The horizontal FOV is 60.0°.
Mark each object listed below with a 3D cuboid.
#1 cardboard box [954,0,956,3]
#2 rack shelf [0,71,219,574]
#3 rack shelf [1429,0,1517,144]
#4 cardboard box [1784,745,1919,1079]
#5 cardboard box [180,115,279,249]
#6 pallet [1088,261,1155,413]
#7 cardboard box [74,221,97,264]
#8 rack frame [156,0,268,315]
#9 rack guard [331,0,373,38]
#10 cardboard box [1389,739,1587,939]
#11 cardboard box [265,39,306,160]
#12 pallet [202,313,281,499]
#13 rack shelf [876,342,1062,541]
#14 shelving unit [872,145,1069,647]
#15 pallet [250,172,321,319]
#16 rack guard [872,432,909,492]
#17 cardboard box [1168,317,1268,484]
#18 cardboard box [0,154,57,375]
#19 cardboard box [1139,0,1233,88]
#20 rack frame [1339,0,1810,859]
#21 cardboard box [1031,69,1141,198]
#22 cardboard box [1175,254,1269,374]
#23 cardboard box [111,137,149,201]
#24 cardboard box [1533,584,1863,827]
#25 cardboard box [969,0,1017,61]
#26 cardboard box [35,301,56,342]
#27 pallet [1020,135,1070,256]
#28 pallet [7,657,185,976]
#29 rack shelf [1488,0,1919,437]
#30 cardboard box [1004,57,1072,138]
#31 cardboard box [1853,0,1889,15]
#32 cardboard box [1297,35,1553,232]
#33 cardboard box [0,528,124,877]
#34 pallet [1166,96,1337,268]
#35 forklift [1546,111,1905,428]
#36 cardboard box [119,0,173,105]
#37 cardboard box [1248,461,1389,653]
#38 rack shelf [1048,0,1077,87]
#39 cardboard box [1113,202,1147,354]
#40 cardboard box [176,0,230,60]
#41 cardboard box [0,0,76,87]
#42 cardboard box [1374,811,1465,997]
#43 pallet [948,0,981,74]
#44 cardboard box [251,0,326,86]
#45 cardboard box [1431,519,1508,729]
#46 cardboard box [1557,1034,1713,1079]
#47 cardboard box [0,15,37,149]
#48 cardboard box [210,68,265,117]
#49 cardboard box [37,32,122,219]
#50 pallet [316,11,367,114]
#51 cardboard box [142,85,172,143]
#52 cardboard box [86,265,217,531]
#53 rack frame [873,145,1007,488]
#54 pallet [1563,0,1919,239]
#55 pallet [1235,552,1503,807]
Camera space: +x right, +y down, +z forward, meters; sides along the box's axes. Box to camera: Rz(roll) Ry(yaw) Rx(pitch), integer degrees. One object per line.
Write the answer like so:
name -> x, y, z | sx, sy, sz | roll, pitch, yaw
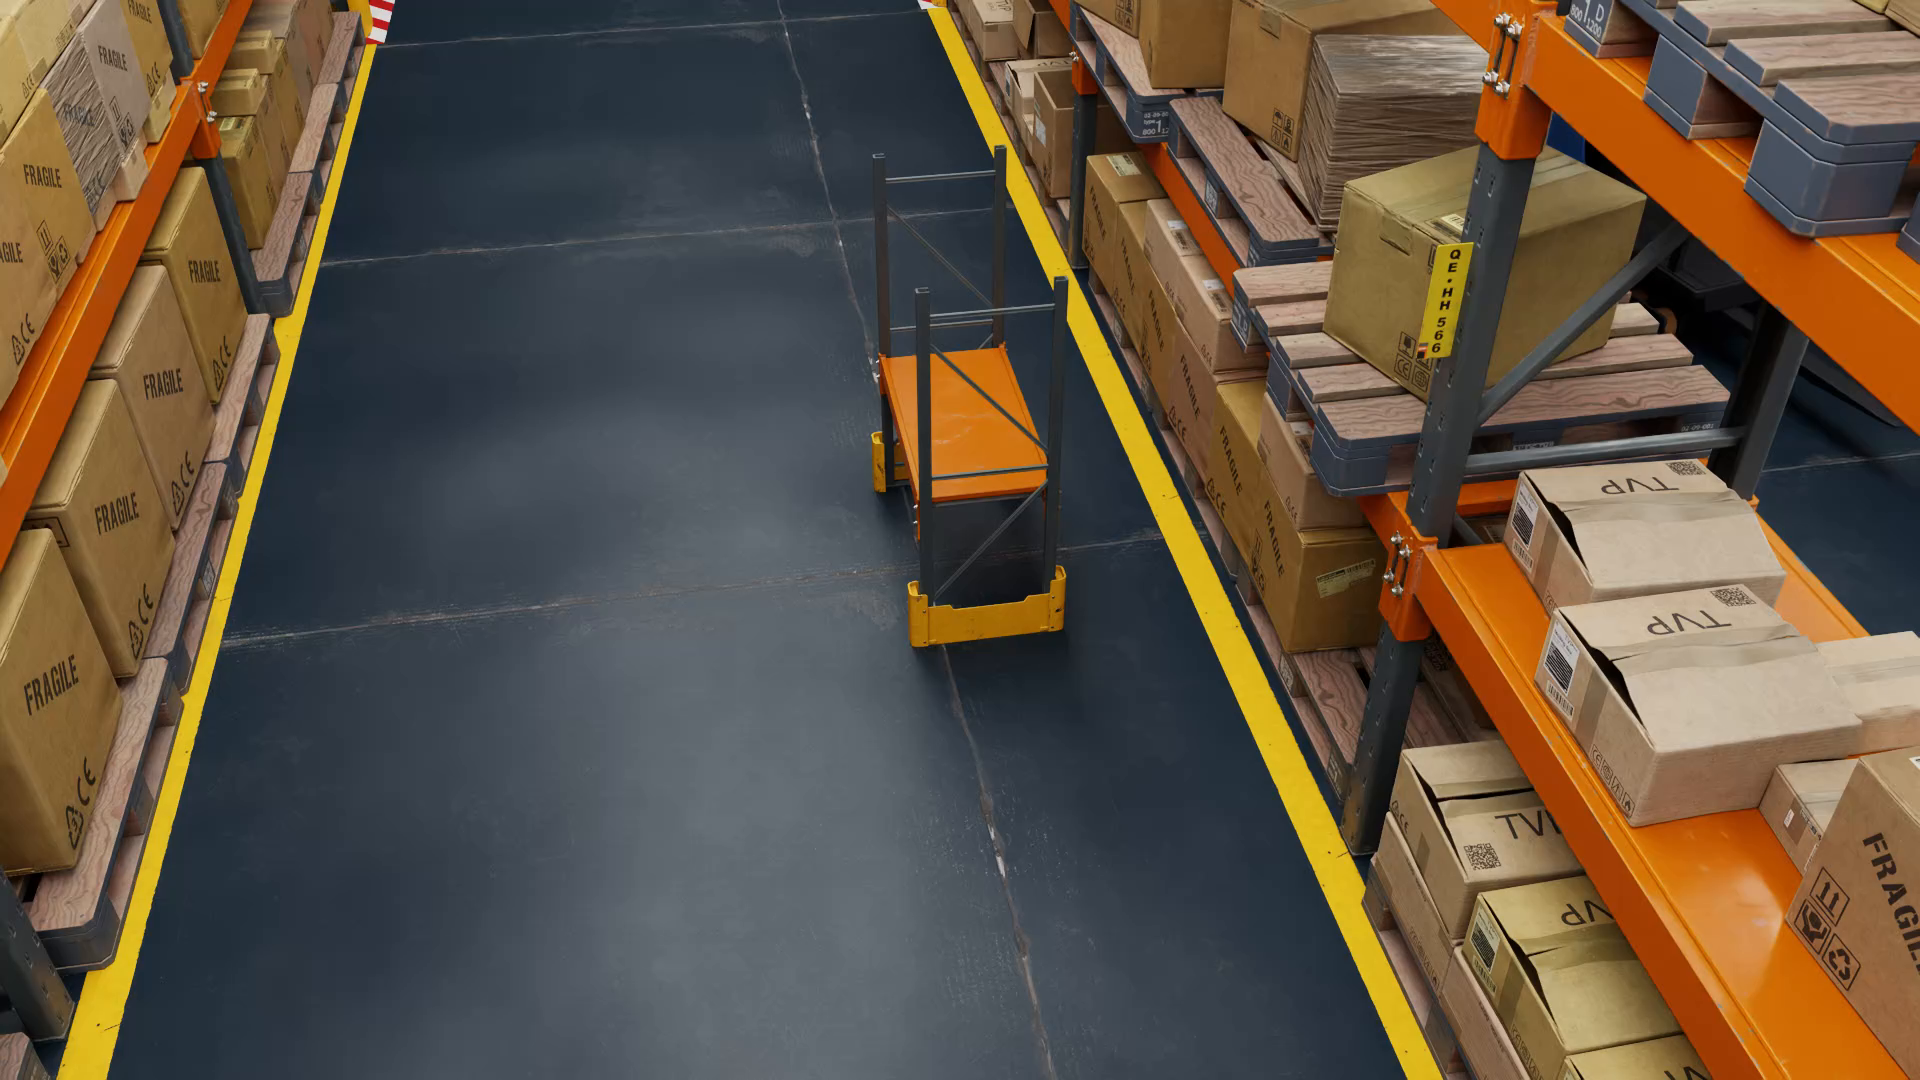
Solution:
cardboard box -> 0.135, -3.685, 10.999 | 0.380, 0.166, 0.250 | -6, 38, -8
rack shelf -> -3.469, -0.628, 5.699 | 1.077, 0.370, 4.000 | -6, 38, -8
rack shelf -> 1.408, -2.347, 5.468 | 1.077, 0.370, 4.000 | -6, 38, -8
cardboard box -> 2.068, 0.733, 3.279 | 0.500, 0.500, 0.500 | -8, 39, -10
cardboard box -> -3.849, -1.761, 8.267 | 0.700, 0.500, 0.500 | -6, 38, -7
pallet -> 1.237, -1.066, 7.951 | 1.003, 0.211, 1.213 | -6, 38, -8
cardboard box -> -3.302, -1.083, 5.887 | 0.380, 0.149, 0.250 | -7, 38, -9
rack frame -> -3.819, -2.120, 7.033 | 1.000, 3.000, 0.127 | -6, 38, -8
rack guard -> -4.525, -3.563, 10.929 | 1.175, 0.500, 0.348 | -6, 38, -8
cardboard box -> 1.561, 0.808, 4.707 | 0.500, 0.311, 0.500 | -5, 38, -6
cardboard box -> -4.022, -2.375, 9.058 | 0.700, 0.500, 0.500 | -5, 38, -7
pallet -> -3.610, -0.561, 7.300 | 1.003, 0.211, 1.213 | -6, 38, -8
rack shelf -> 0.015, -0.399, 6.334 | 0.538, 0.185, 1.000 | -6, 38, -8
shelving unit -> 0.013, -0.546, 6.231 | 0.587, 1.500, 1.083 | -6, 38, -8
pallet -> -3.876, -1.486, 8.491 | 1.003, 0.211, 1.213 | -6, 38, -8
rack guard -> -0.074, -0.353, 7.001 | 0.587, 0.250, 0.087 | -6, 38, -8
cardboard box -> 1.175, -0.594, 6.748 | 0.500, 0.500, 0.500 | -8, 38, -10
cardboard box -> -3.120, -0.807, 5.003 | 0.500, 0.500, 0.500 | -6, 38, -8
cardboard box -> 1.103, -2.141, 6.638 | 0.700, 0.500, 0.500 | -1, 38, -1
rack frame -> 1.758, -0.239, 4.612 | 1.000, 3.000, 0.127 | -6, 38, -8
cardboard box -> 0.678, -2.155, 8.758 | 0.500, 0.500, 0.500 | -6, 38, -8
cardboard box -> 1.166, -0.912, 6.547 | 0.500, 0.250, 0.500 | -7, 38, -9
cardboard box -> -3.309, -1.390, 6.283 | 0.380, 0.149, 0.250 | -6, 38, -8
cardboard box -> 1.724, 0.357, 3.918 | 0.500, 0.311, 0.500 | -7, 38, -8
cardboard box -> 0.347, -3.196, 10.301 | 0.500, 0.250, 0.500 | -6, 38, -8
cardboard box -> -3.227, -0.761, 5.474 | 0.380, 0.149, 0.250 | -6, 38, -8
pallet -> 0.938, -1.968, 9.112 | 1.003, 0.211, 1.213 | -6, 38, -8
pallet -> -3.182, 0.913, 5.403 | 1.003, 0.211, 1.213 | -6, 38, -8
rack shelf -> 2.109, 0.069, 2.358 | 1.077, 0.370, 4.000 | -6, 38, -8
cardboard box -> 0.546, -2.533, 9.399 | 0.500, 0.311, 0.500 | -6, 38, -8
cardboard box -> 1.893, -1.262, 3.264 | 0.500, 0.250, 0.500 | -9, 39, -11
cardboard box -> 1.565, -1.385, 5.664 | 0.700, 0.500, 0.500 | 0, 38, 1
cardboard box -> -3.118, 0.521, 5.044 | 0.750, 0.750, 0.750 | -7, 38, -9
pallet -> 1.413, -1.337, 6.183 | 1.003, 0.211, 1.213 | -6, 38, -8
forklift -> 3.709, -2.398, 7.448 | 1.130, 2.935, 3.031 | -13, 40, -17
cardboard box -> -3.490, -2.033, 6.581 | 0.500, 0.500, 0.500 | -7, 38, -9
cardboard box -> 1.363, 0.035, 5.939 | 0.500, 0.500, 0.500 | -5, 38, -6
rack shelf -> 0.706, -3.579, 9.498 | 1.077, 0.370, 4.000 | -6, 38, -8
cardboard box -> 1.006, -1.202, 7.531 | 0.500, 0.500, 0.500 | -6, 38, -7
cardboard box -> -3.898, -2.568, 7.365 | 0.980, 0.700, 0.700 | -6, 38, -7
cardboard box -> -3.316, -1.708, 5.552 | 0.500, 0.250, 0.500 | -6, 38, -7
cardboard box -> 1.561, 1.029, 4.879 | 0.500, 0.250, 0.500 | -6, 38, -8
pallet -> 0.510, -3.442, 11.009 | 1.003, 0.211, 1.213 | -6, 38, -8
cardboard box -> -4.212, -3.000, 9.862 | 0.700, 0.500, 0.500 | -6, 38, -8
cardboard box -> 1.960, 0.269, 5.638 | 0.500, 0.500, 0.500 | -5, 38, -6
cardboard box -> 1.749, 1.432, 3.903 | 0.500, 0.311, 0.500 | -7, 38, -9
cardboard box -> -3.226, -1.400, 5.156 | 0.500, 0.250, 0.500 | -7, 38, -9
cardboard box -> -3.730, -2.244, 8.360 | 0.380, 0.149, 0.250 | -5, 38, -6
cardboard box -> -3.311, -1.421, 5.794 | 0.500, 0.500, 0.500 | -6, 38, -8
pallet -> -4.303, -2.960, 10.388 | 1.003, 0.211, 1.213 | -6, 38, -8
cardboard box -> -3.414, -1.705, 6.688 | 0.380, 0.149, 0.250 | -6, 38, -7
cardboard box -> -3.419, -0.521, 6.386 | 0.750, 0.750, 0.750 | -5, 38, -7
rack frame -> -0.074, -0.848, 6.619 | 0.500, 1.500, 0.032 | -6, 38, -8
pallet -> 1.965, -0.948, 3.235 | 1.213, 0.211, 1.003 | -5, 38, -6
pallet -> 1.665, 0.407, 6.054 | 1.003, 0.211, 1.213 | -6, 38, -8
